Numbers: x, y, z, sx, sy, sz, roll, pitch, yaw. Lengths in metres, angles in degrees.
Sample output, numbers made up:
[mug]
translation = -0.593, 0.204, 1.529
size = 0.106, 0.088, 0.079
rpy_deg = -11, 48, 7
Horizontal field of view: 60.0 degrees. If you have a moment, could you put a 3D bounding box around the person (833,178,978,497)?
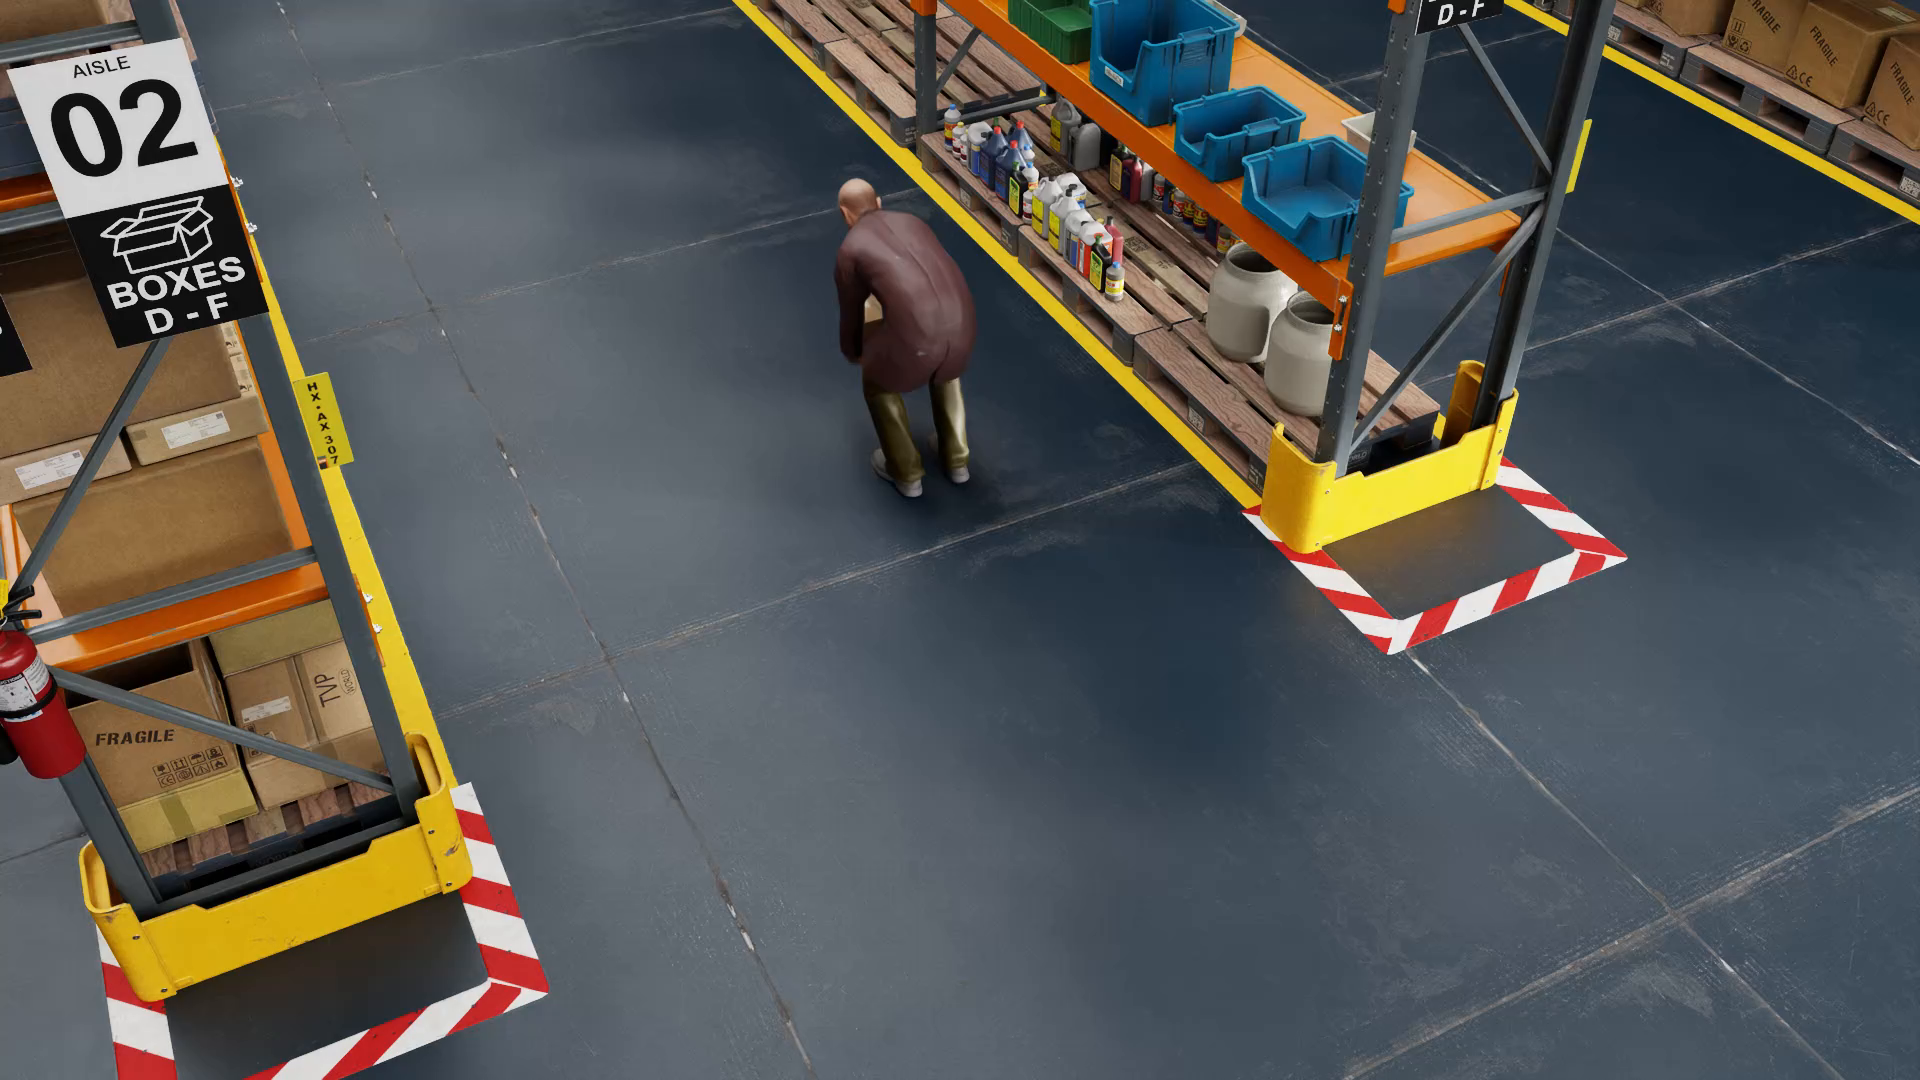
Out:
[person]
translation = -0.271, -0.924, 7.622
size = 0.571, 1.285, 0.909
rpy_deg = -20, 45, -22
